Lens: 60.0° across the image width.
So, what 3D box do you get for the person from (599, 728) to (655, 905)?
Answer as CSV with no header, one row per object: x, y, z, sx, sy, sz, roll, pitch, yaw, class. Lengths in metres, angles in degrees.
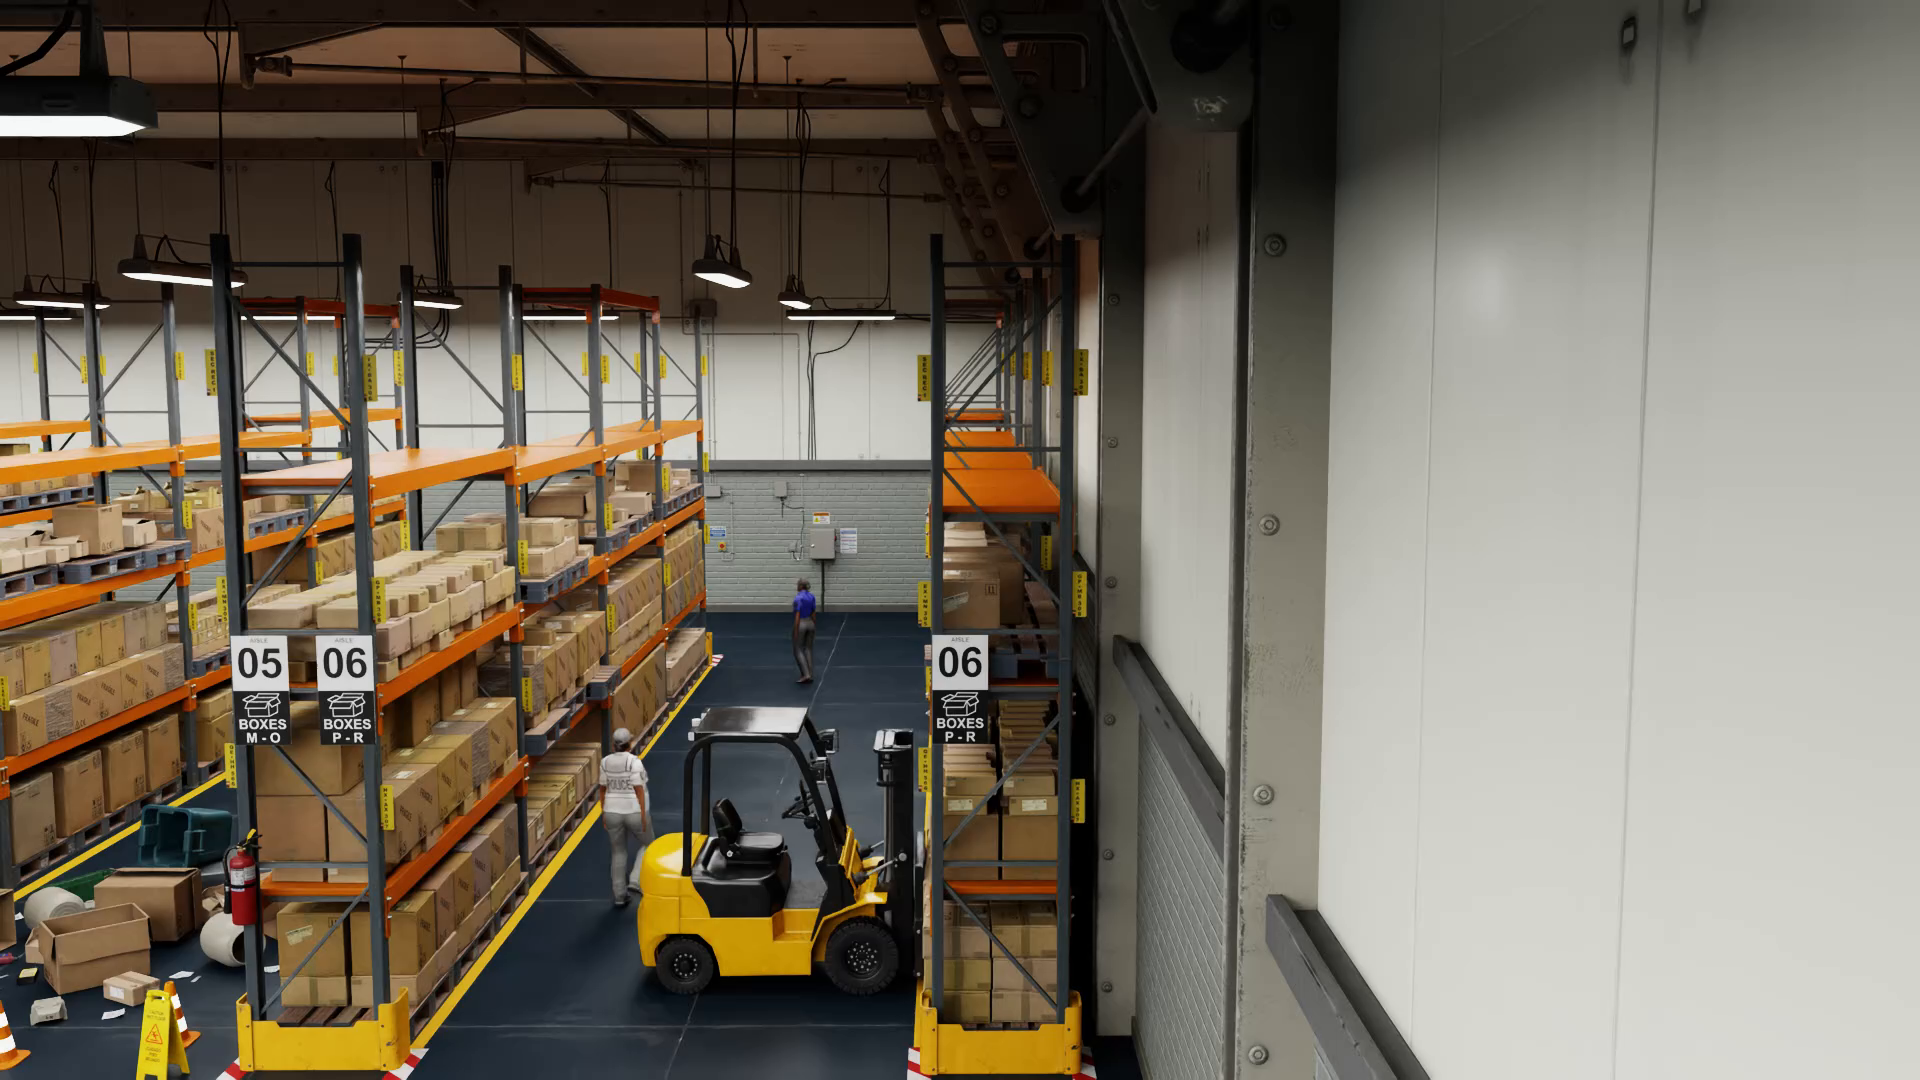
-3.152,2.605,15.743,0.538,1.654,0.492,1,6,7,person

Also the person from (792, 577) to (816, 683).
-2.475,1.451,26.481,0.378,1.721,0.493,6,8,41,person
